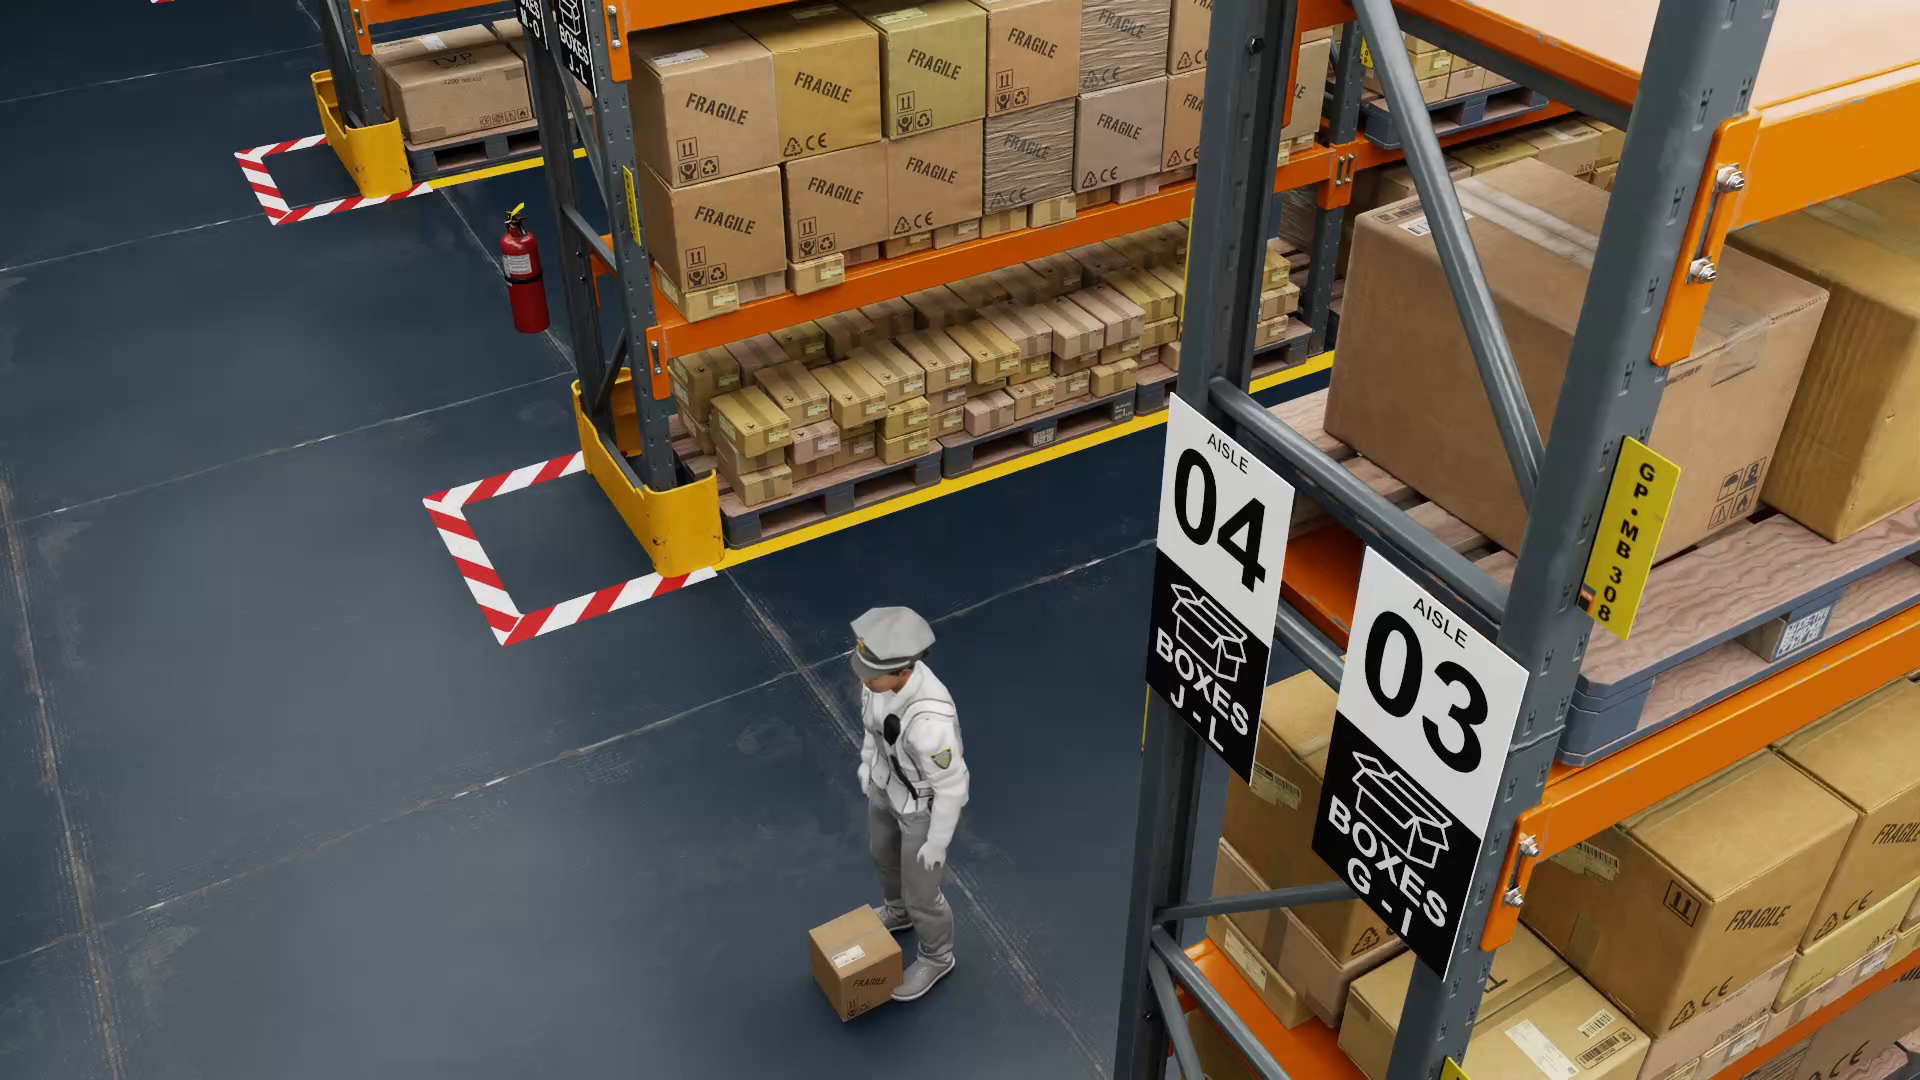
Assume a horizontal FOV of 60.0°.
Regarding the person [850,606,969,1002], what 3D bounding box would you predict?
[{"bbox_3d":[-0.178,0.901,5.730,0.379,1.663,0.535,-20,41,-24],"label":"person"}]
